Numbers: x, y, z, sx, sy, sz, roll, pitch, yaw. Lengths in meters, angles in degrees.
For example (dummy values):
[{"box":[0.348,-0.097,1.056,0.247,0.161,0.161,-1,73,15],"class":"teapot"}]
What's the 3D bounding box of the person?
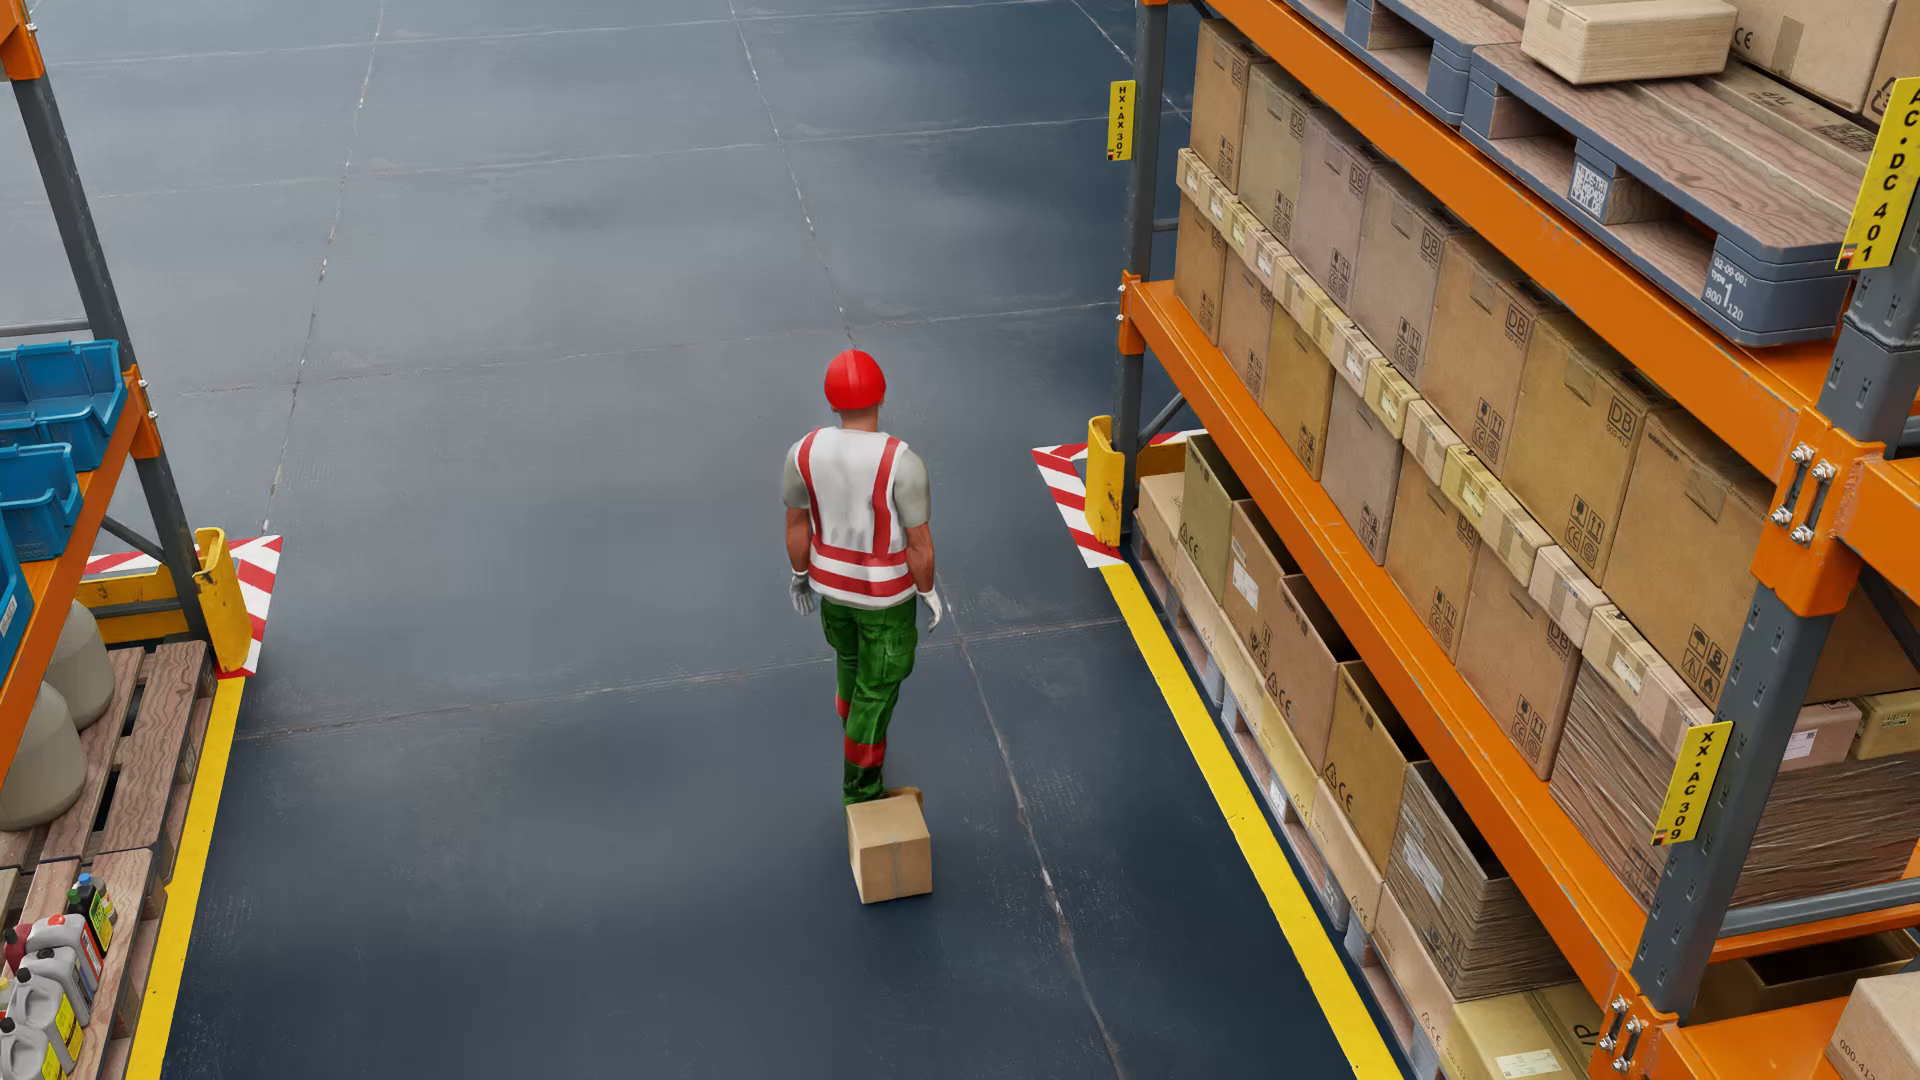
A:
[{"box":[-0.343,0.175,5.864,0.563,1.783,0.576,15,37,21],"class":"person"}]
